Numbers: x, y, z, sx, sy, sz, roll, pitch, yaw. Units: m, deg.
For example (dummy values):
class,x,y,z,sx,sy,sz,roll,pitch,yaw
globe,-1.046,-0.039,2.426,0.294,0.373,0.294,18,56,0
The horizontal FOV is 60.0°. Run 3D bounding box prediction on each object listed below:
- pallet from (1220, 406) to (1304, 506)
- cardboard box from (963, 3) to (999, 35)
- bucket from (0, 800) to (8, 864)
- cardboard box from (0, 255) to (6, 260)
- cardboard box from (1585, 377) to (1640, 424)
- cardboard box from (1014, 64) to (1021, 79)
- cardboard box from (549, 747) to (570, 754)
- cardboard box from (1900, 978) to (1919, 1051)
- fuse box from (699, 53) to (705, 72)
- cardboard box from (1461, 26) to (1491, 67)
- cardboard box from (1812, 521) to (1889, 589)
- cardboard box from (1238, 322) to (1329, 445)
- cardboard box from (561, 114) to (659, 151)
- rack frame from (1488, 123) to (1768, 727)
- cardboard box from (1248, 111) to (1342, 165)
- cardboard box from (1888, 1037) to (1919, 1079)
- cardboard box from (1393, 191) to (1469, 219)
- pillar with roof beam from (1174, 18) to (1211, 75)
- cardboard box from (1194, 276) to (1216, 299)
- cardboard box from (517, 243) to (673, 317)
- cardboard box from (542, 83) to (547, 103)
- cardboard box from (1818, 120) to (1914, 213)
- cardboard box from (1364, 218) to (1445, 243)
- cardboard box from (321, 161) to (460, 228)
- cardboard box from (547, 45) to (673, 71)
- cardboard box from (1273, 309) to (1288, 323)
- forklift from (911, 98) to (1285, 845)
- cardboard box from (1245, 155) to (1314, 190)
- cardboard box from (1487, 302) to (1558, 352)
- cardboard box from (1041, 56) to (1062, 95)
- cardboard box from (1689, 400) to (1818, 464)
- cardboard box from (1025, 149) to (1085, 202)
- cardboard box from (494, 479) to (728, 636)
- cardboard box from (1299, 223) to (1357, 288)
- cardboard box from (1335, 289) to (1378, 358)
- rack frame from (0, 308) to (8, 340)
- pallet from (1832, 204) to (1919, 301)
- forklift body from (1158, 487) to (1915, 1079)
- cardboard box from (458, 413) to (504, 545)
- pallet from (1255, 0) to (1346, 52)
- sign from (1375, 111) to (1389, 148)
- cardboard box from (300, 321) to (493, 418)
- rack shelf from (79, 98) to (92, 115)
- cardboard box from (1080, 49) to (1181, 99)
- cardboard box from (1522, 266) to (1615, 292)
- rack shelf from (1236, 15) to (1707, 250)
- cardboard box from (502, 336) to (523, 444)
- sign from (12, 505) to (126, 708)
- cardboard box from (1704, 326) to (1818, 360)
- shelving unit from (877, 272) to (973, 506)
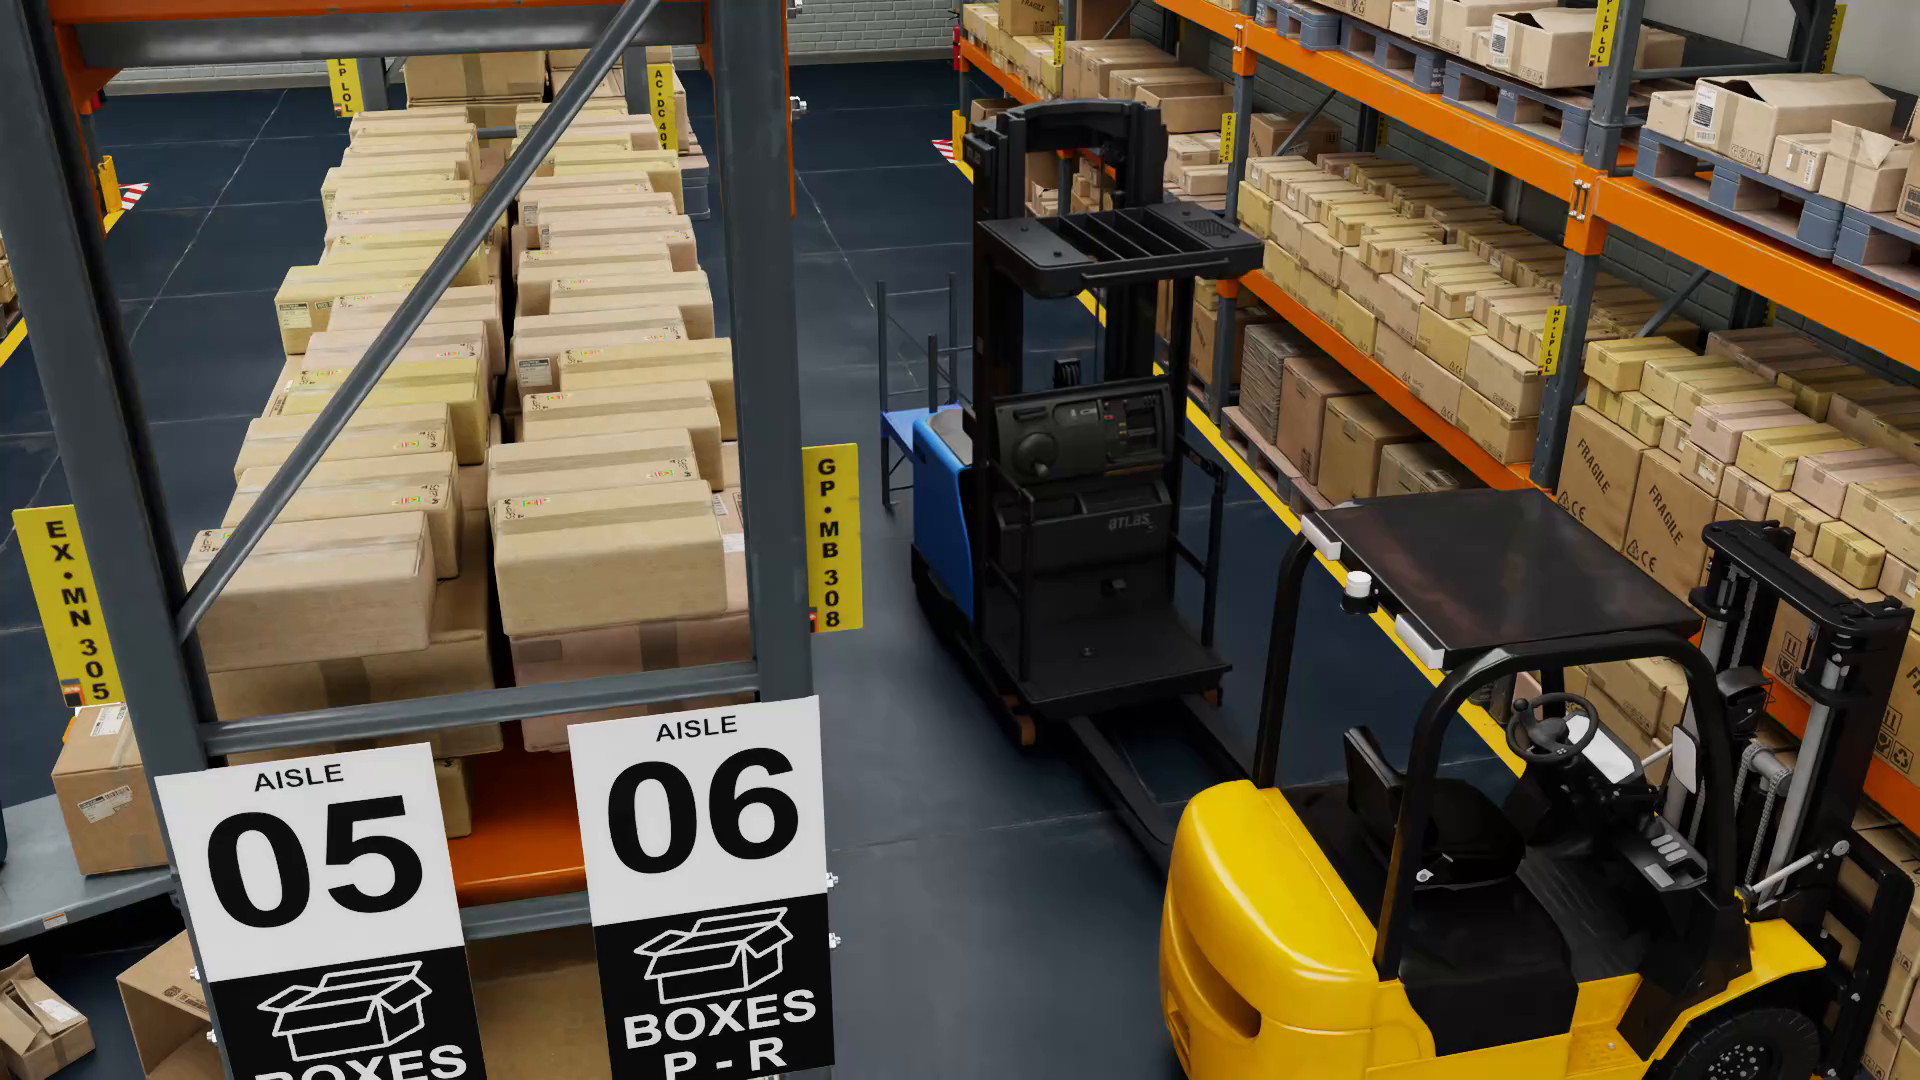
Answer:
class,x,y,z,sx,sy,sz,roll,pitch,yaw
pallet,2.445,-0.621,11.247,1.003,0.211,1.213,-6,27,-12
cardboard box,0.334,-5.583,17.818,0.500,0.250,0.500,-6,27,-11
bucket,-4.160,1.186,6.518,0.726,0.611,0.620,3,17,6
cardboard box,-8.154,-2.276,13.798,0.380,0.149,0.250,-6,27,-11
cardboard box,3.014,-0.643,7.364,0.380,0.149,0.250,-6,27,-12
cardboard box,0.747,-4.669,16.450,0.380,0.149,0.250,-6,27,-12
cardboard box,-0.640,0.274,3.327,0.380,0.149,0.250,-7,28,-13
cardboard box,3.583,1.694,5.595,0.500,0.250,0.500,-6,27,-12
fuse box,-3.555,-7.285,22.784,0.539,1.711,0.414,-6,27,-12
cardboard box,2.655,-2.387,8.022,0.380,0.149,0.250,-6,27,-12
cardboard box,3.343,0.038,6.016,0.380,0.149,0.250,-7,28,-13
cardboard box,2.424,-1.084,11.238,0.875,0.625,0.625,-5,27,-10
cardboard box,-1.219,-1.329,5.620,0.380,0.149,0.250,-7,28,-13
rack frame,3.199,-0.476,7.863,1.000,3.000,0.127,-6,27,-12
cardboard box,2.333,-2.706,11.704,0.500,0.500,0.500,-5,27,-9
cardboard box,3.583,1.927,5.689,0.500,0.250,0.500,-6,27,-12
cardboard box,2.841,-1.997,10.046,0.380,0.149,0.250,-6,27,-12
pillar with roof beam,-2.077,-6.626,13.390,9.100,9.000,0.400,-6,27,-12
cardboard box,1.847,-1.901,12.275,0.380,0.149,0.250,-7,28,-14
cardboard box,-0.929,-0.645,4.263,0.380,0.149,0.250,-5,27,-11
cardboard box,-2.019,-1.894,7.045,0.500,0.250,0.500,-6,27,-11
cardboard box,3.237,-1.304,5.749,0.396,0.266,0.258,-7,28,-13
cardboard box,2.536,-1.726,9.510,0.380,0.149,0.250,-6,27,-12
cardboard box,-1.713,-1.035,5.037,0.380,0.149,0.250,-6,27,-12
cardboard box,-1.500,-2.168,7.032,0.500,0.250,0.500,-7,28,-13
cardboard box,2.475,-1.517,12.234,0.500,0.500,0.500,-5,27,-10
forklift,0.690,-0.493,7.975,1.130,2.935,3.031,-9,28,-17
cardboard box,2.082,-2.396,10.837,0.380,0.149,0.250,-5,27,-10
cardboard box,2.829,-1.049,8.168,0.380,0.149,0.250,-6,27,-12
cardboard box,1.043,-4.252,15.182,0.500,0.250,0.500,-5,27,-10
cardboard box,3.152,-0.432,6.617,0.380,0.149,0.250,-5,27,-10
cardboard box,0.928,-3.702,16.564,0.700,0.500,0.500,-7,28,-14
cardboard box,-0.617,0.026,2.934,0.380,0.149,0.250,-6,27,-12
cardboard box,2.371,-1.717,9.934,0.500,0.250,0.500,-7,28,-13
cardboard box,2.506,-1.270,9.605,0.500,0.250,0.500,-5,27,-10
rack frame,-8.239,-2.935,12.736,1.000,3.000,0.127,-6,27,-12
pallet,3.687,-0.869,5.412,1.003,0.211,1.213,-6,27,-12
forklift body,1.895,1.012,5.858,2.313,2.155,1.214,-6,27,-12
cardboard box,-1.212,-0.038,3.505,0.500,0.250,0.500,-6,27,-12
pallet,2.537,-3.198,10.137,1.213,0.211,1.003,-5,27,-9
sign,2.837,-2.806,11.196,0.100,0.325,0.005,-6,27,-12
cardboard box,-1.250,-0.367,3.714,0.380,0.149,0.250,-6,27,-12
rack shelf,-8.690,-3.492,14.637,1.077,0.370,4.000,-6,27,-12
cardboard box,1.403,-3.757,13.788,0.700,0.500,0.500,-6,27,-11
cardboard box,3.186,-1.329,8.723,0.380,0.149,0.250,-6,27,-12
rack shelf,2.748,-2.372,9.089,1.077,0.370,4.000,-6,27,-12
cardboard box,-0.833,-0.313,4.049,0.500,0.250,0.500,-5,27,-10
sign,-1.280,0.099,2.413,0.100,0.325,0.005,-6,27,-12
cardboard box,3.565,-0.833,7.411,0.380,0.149,0.250,-6,27,-11
shelving unit,-0.096,-0.713,9.997,0.538,1.500,1.048,-9,28,-17
